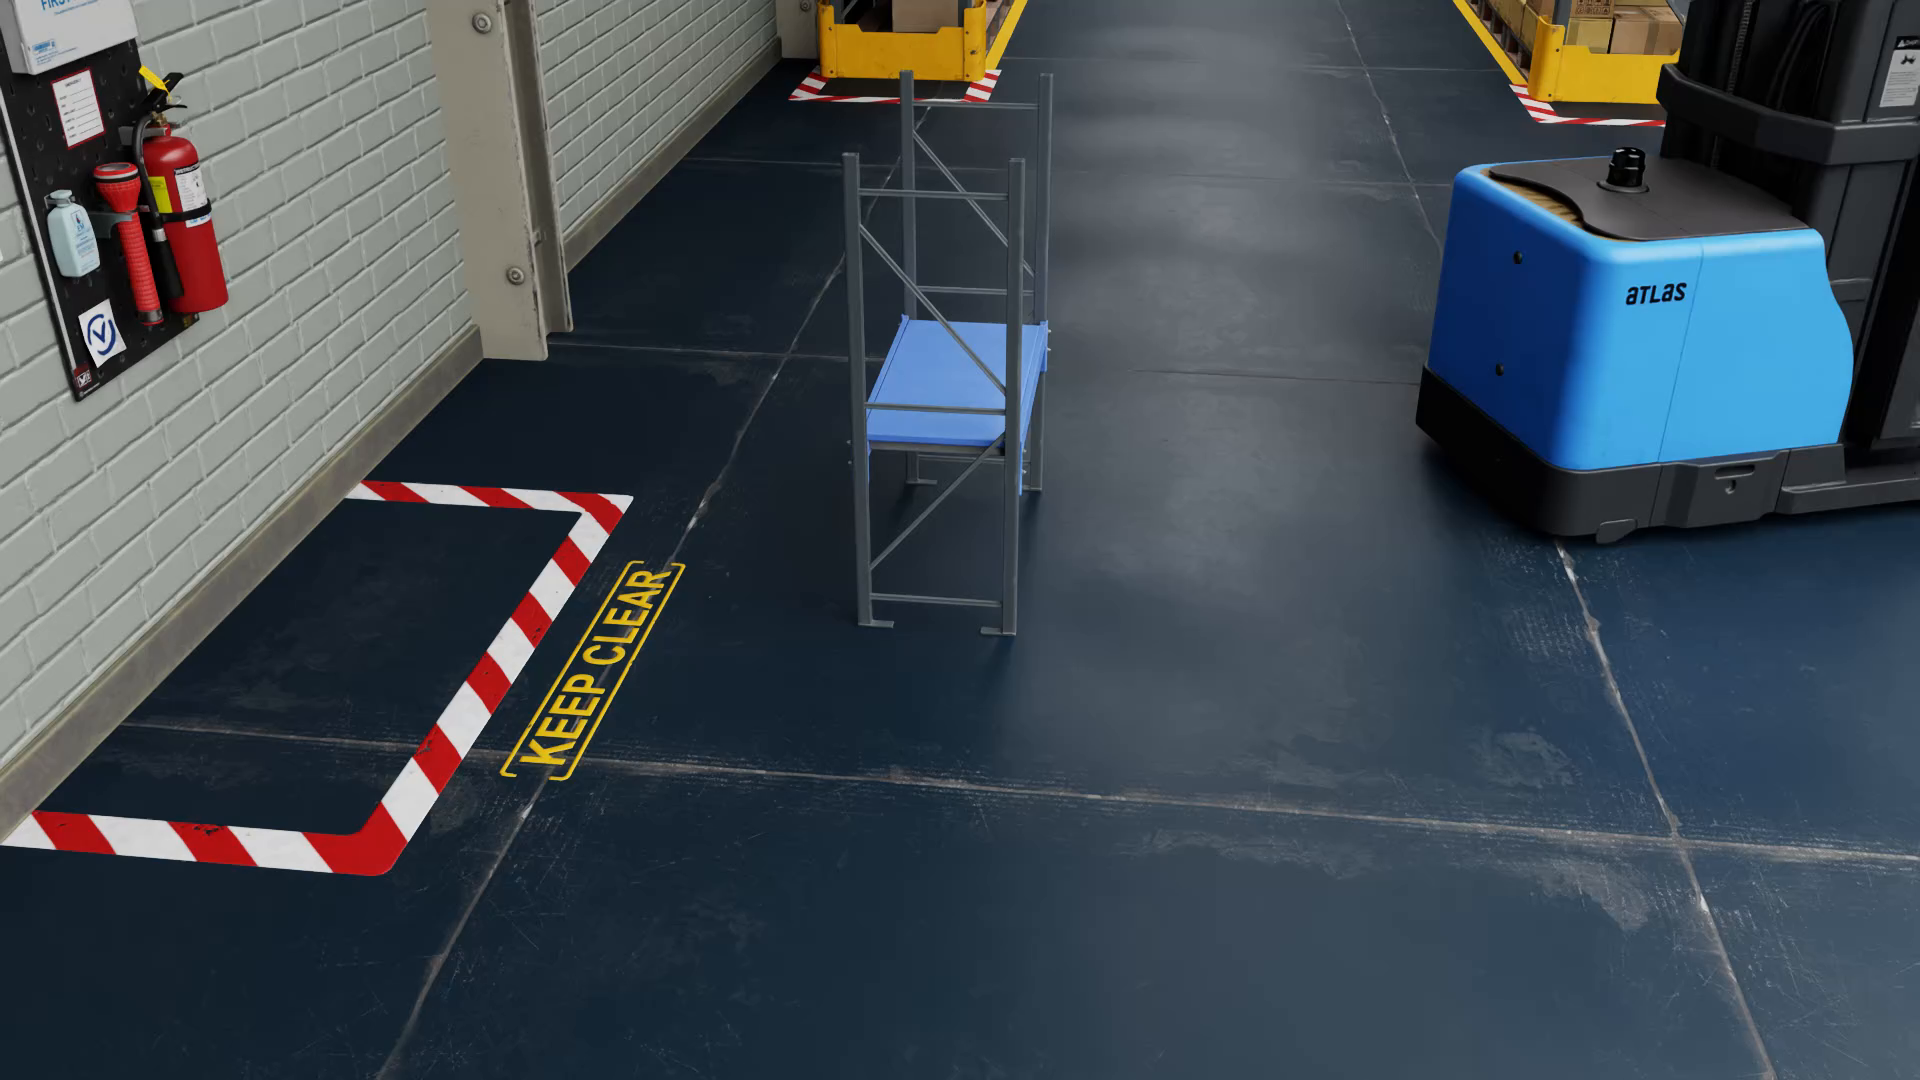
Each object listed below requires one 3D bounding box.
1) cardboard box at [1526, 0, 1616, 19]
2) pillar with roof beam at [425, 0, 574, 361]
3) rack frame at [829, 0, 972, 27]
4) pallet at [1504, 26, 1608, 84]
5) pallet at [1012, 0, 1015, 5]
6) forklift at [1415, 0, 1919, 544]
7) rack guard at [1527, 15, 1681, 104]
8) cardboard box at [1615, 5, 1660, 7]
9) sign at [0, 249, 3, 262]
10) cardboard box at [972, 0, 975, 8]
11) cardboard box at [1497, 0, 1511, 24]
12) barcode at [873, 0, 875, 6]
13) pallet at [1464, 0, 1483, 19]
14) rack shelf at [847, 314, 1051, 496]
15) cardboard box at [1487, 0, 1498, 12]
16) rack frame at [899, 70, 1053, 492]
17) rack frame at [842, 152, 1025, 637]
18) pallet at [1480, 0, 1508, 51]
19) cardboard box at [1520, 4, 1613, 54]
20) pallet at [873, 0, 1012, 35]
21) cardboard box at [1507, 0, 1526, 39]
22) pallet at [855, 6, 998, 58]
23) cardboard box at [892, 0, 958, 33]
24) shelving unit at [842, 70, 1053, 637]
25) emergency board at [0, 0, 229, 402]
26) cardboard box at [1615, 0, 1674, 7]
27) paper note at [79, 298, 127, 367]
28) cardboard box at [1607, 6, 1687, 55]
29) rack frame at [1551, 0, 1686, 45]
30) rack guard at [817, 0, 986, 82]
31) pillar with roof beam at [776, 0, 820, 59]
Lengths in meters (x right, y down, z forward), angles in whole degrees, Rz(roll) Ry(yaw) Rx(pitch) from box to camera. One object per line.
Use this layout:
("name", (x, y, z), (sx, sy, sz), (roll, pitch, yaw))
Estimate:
("cardboard box", (4.269, -3.931, 11.549), (0.500, 0.500, 0.500), (3, 28, 6))
("pillar with roof beam", (2.346, -4.589, 4.780), (9.100, 9.000, 0.400), (3, 28, 6))
("rack frame", (-0.419, -4.643, 11.205), (1.000, 3.000, 0.127), (3, 28, 6))
("pallet", (4.550, -3.491, 12.008), (1.003, 0.211, 1.213), (3, 28, 6))
("pallet", (0.024, -4.980, 14.771), (1.003, 0.211, 1.213), (3, 28, 6))
("forklift", (3.336, -1.634, 5.692), (3.031, 2.935, 1.130), (-6, 29, -12))
("rack guard", (4.495, -3.245, 11.246), (1.175, 0.500, 0.348), (3, 28, 6))
("cardboard box", (4.842, -3.806, 12.108), (0.500, 0.250, 0.500), (3, 28, 6))
("sign", (-2.437, -0.799, 4.032), (0.001, 0.329, 0.234), (3, 28, 6))
("cardboard box", (-0.175, -4.242, 12.831), (0.500, 0.311, 0.500), (6, 29, 10))
("cardboard box", (4.380, -4.072, 12.602), (0.500, 0.250, 0.500), (3, 28, 6))
("barcode", (-0.639, -4.009, 12.390), (0.001, 0.075, 0.075), (3, 28, 6))
("pallet", (4.849, -4.640, 14.140), (1.003, 0.211, 1.213), (3, 28, 6))
("rack shelf", (-0.010, -0.462, 5.405), (0.538, 0.185, 1.000), (3, 28, 6))
("cardboard box", (4.443, -4.307, 13.039), (0.500, 0.250, 0.500), (3, 28, 6))
("rack frame", (0.052, -0.859, 5.764), (0.500, 1.500, 0.032), (3, 28, 6))
("rack frame", (-0.073, -0.381, 4.876), (0.500, 1.500, 0.032), (3, 28, 6))
("pallet", (4.702, -4.064, 13.071), (1.003, 0.211, 1.213), (3, 28, 6))
("cardboard box", (4.271, -3.601, 11.727), (0.500, 0.250, 0.500), (3, 28, 6))
("pallet", (-0.123, -4.404, 13.702), (1.003, 0.211, 1.213), (3, 28, 6))
("cardboard box", (4.320, -3.837, 12.165), (0.500, 0.250, 0.500), (3, 28, 6))
("pallet", (-0.275, -3.831, 12.639), (1.003, 0.211, 1.213), (3, 28, 6))
("cardboard box", (-0.245, -3.973, 12.333), (0.500, 0.311, 0.500), (0, 28, 0))
("shelving unit", (-0.010, -0.620, 5.320), (0.538, 1.500, 1.048), (3, 28, 6))
("emergency board", (-2.267, -1.037, 4.513), (0.194, 1.169, 0.643), (3, 28, 6))
("cardboard box", (4.844, -4.136, 11.930), (0.500, 0.500, 0.500), (3, 28, 6))
("paper note", (-2.357, -0.570, 4.574), (0.016, 0.148, 0.142), (3, 28, 6))
("cardboard box", (4.785, -3.570, 11.671), (0.500, 0.250, 0.500), (3, 28, 6))
("rack frame", (4.498, -4.357, 10.674), (1.000, 3.000, 0.127), (3, 28, 6))
("rack guard", (-0.409, -3.578, 11.864), (1.175, 0.500, 0.348), (3, 28, 6))
("pillar with roof beam", (3.081, -7.413, 10.023), (9.100, 9.000, 0.400), (3, 28, 6))
